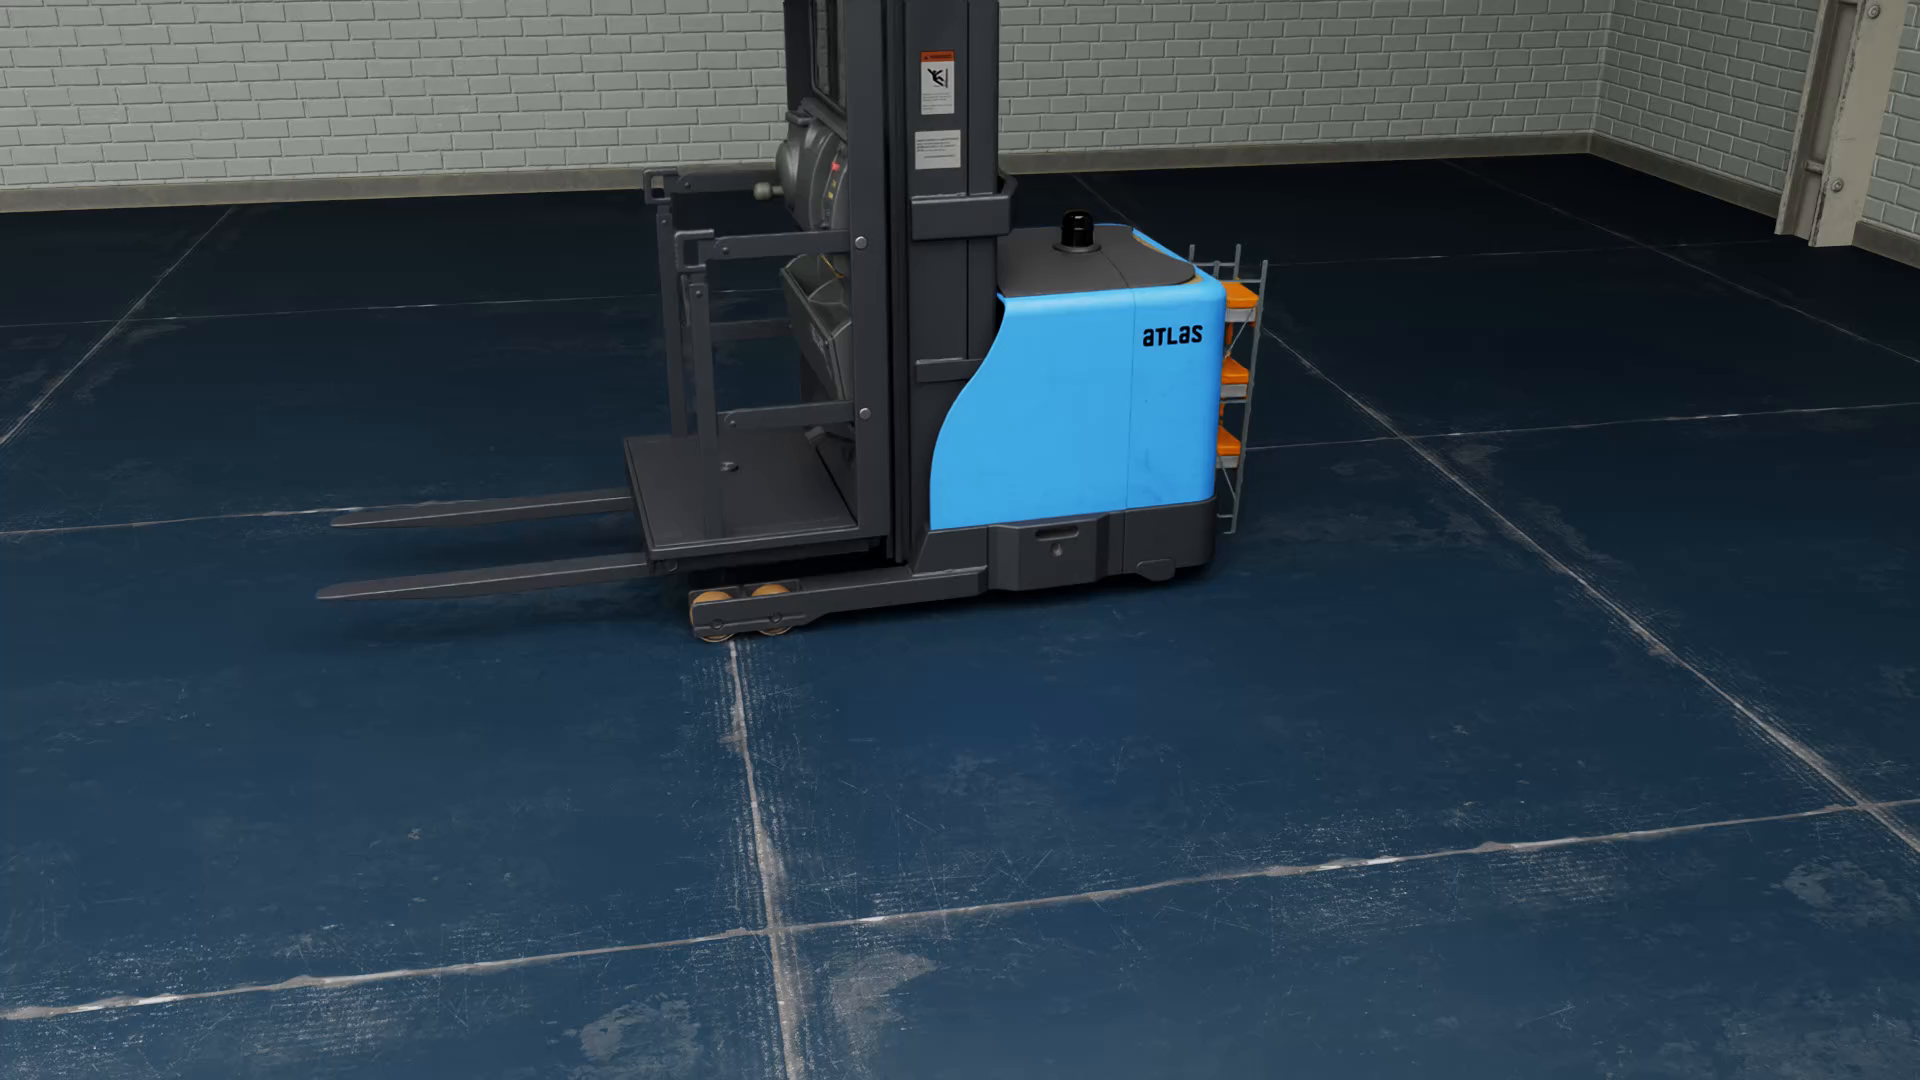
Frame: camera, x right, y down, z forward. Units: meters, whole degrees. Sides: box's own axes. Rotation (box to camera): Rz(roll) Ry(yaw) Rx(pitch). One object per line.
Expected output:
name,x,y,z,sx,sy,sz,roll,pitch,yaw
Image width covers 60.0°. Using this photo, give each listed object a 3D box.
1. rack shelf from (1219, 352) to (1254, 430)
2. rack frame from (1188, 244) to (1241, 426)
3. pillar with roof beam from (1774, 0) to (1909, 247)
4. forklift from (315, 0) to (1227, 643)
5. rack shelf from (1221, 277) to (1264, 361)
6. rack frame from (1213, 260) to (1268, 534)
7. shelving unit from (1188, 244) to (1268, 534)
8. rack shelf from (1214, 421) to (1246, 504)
rack shelf,0.941,-0.542,6.193,0.215,0.259,0.240,-3,24,-14
rack frame,0.912,-0.599,6.298,0.200,1.050,0.008,-3,24,-14
pillar with roof beam,1.259,-5.742,8.153,9.100,9.000,0.400,-4,24,-10
forklift,-0.668,-1.240,5.428,3.031,2.935,1.130,-6,24,-14
rack shelf,0.954,-0.803,6.082,0.215,0.259,0.240,-3,24,-14
rack frame,0.970,-0.504,6.080,0.200,1.050,0.008,-3,24,-14
shelving unit,0.941,-0.552,6.189,0.215,1.050,0.252,-3,24,-14
rack shelf,0.928,-0.286,6.302,0.215,0.259,0.240,-3,24,-14
